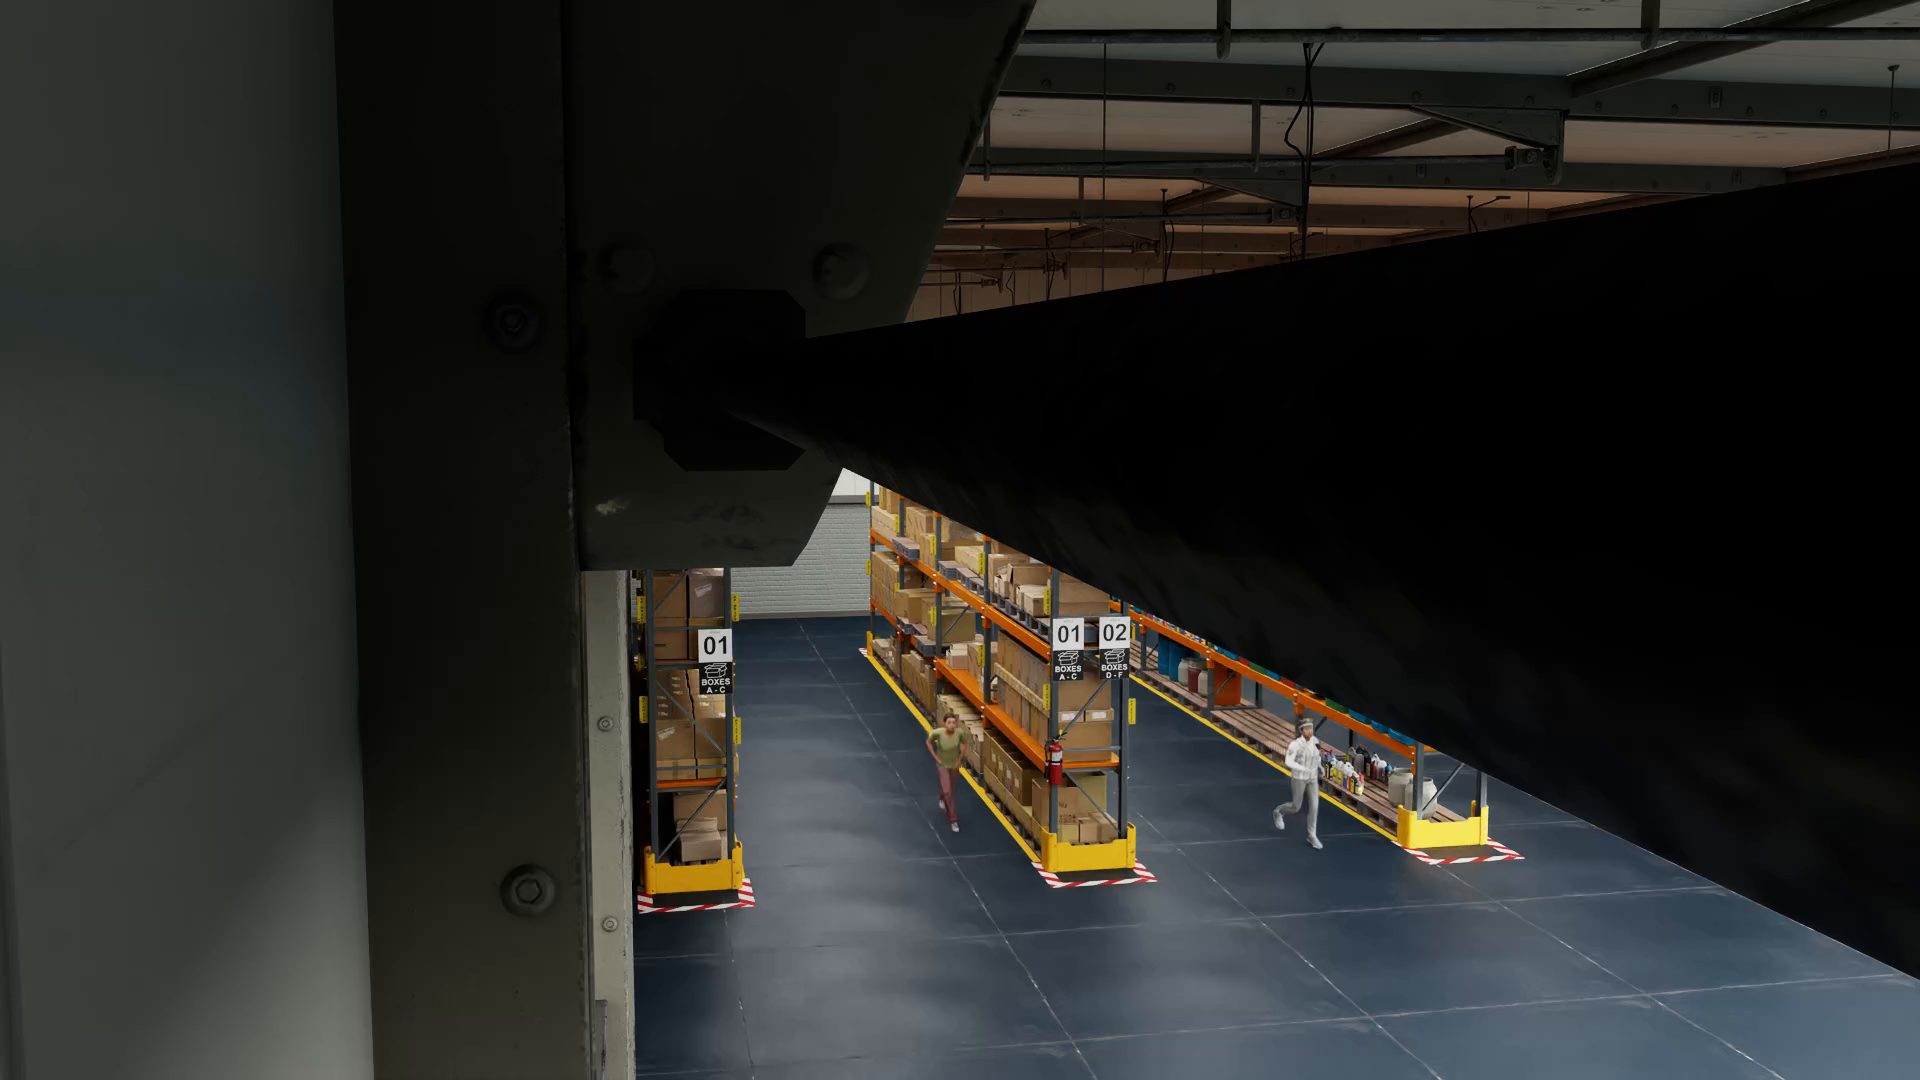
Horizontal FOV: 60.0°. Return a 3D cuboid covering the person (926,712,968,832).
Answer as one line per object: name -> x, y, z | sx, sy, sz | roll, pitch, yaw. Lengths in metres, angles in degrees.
person -> -0.196, 3.152, 23.026 | 0.584, 1.659, 0.884 | -1, 6, -10

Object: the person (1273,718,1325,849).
person -> 4.573, 3.182, 22.185 | 0.628, 1.700, 0.902 | -2, 6, -22
